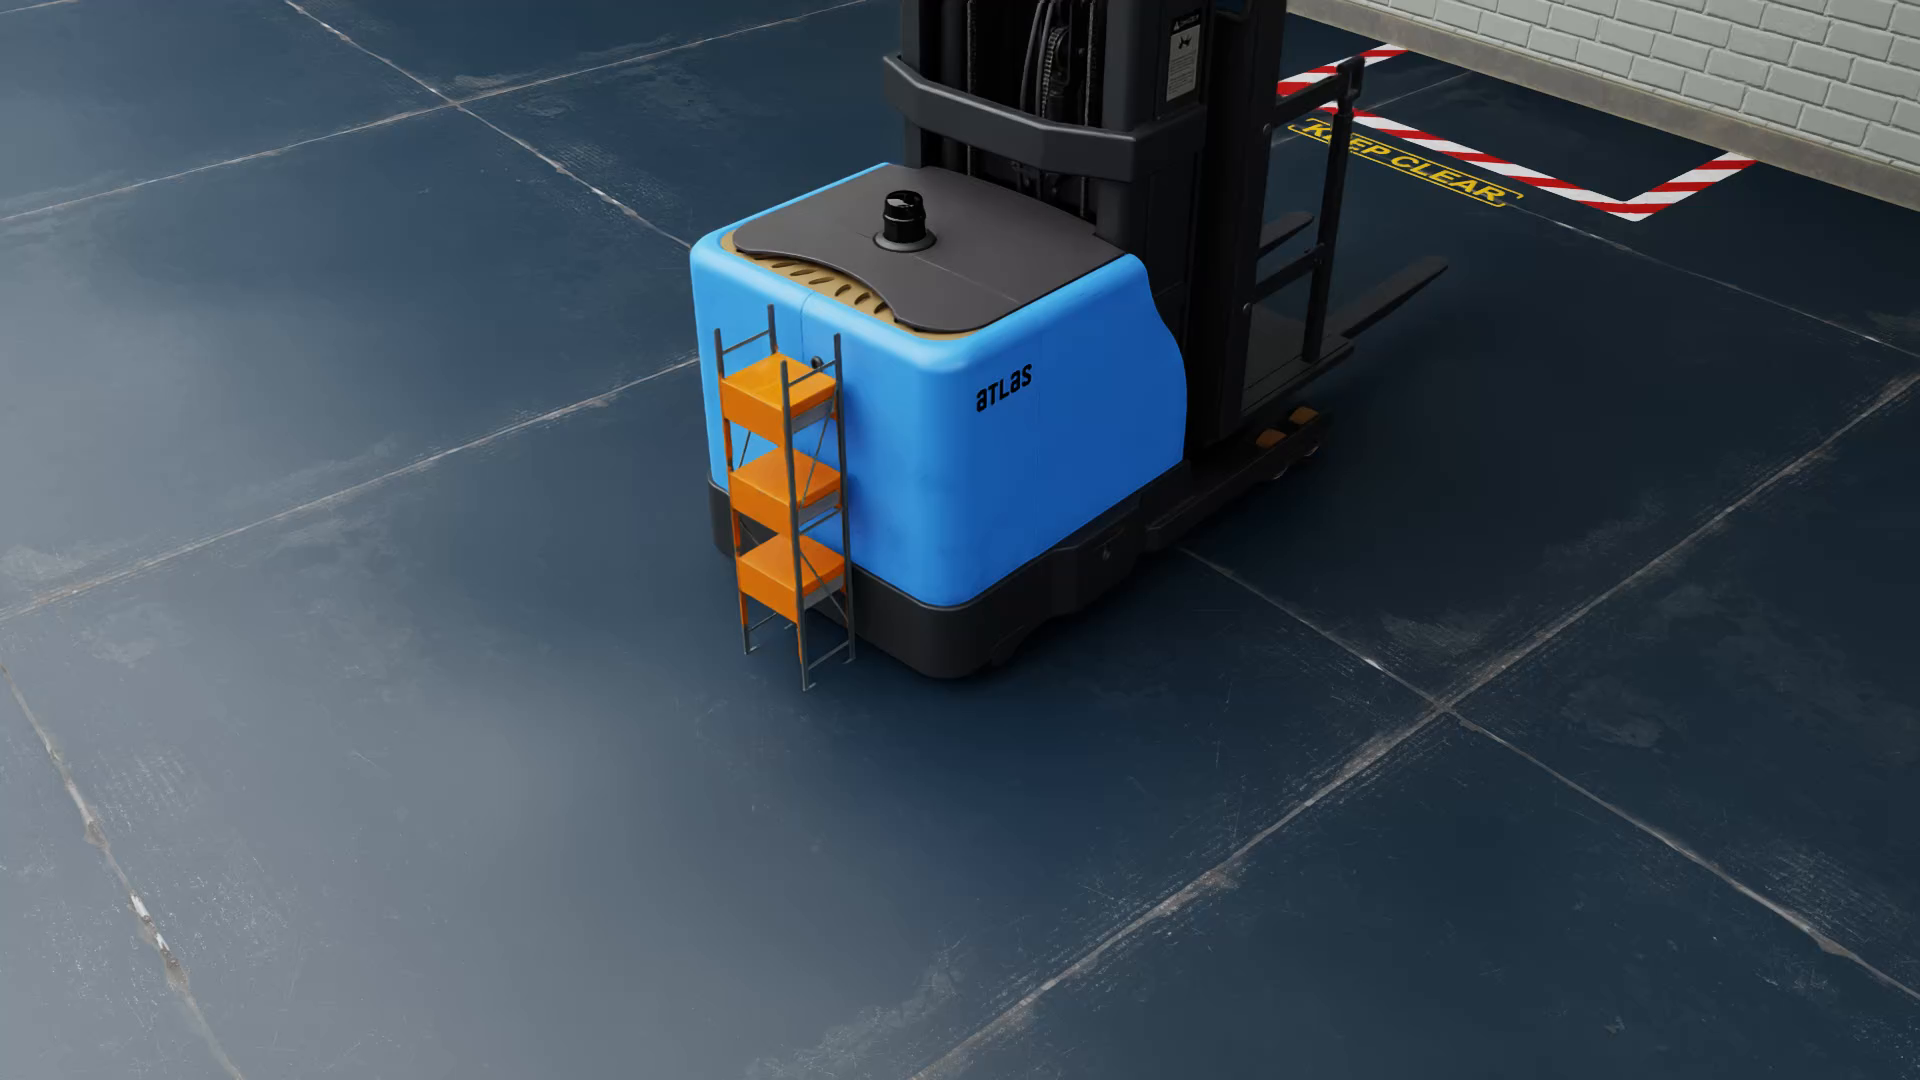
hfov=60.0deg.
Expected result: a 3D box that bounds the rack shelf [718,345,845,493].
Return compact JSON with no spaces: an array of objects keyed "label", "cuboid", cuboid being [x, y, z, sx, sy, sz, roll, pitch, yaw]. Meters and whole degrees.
[{"label":"rack shelf","cuboid":[-0.460,-0.316,4.316,0.240,0.259,0.215,27,44,33]}]

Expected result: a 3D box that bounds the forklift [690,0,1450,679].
[{"label":"forklift","cuboid":[0.609,-1.577,4.941,1.130,2.935,3.031,28,44,34]}]

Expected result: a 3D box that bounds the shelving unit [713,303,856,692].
[{"label":"shelving unit","cuboid":[-0.460,-0.093,4.474,0.252,1.050,0.215,27,44,33]}]

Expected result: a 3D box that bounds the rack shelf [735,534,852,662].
[{"label":"rack shelf","cuboid":[-0.460,0.142,4.640,0.240,0.259,0.215,27,44,33]}]

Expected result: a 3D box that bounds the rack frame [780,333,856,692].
[{"label":"rack frame","cuboid":[-0.369,-0.046,4.407,0.008,1.050,0.200,27,44,33]}]

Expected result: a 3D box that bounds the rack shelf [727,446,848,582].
[{"label":"rack shelf","cuboid":[-0.460,-0.085,4.480,0.240,0.259,0.215,27,44,33]}]

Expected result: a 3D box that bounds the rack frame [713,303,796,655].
[{"label":"rack frame","cuboid":[-0.551,-0.140,4.540,0.008,1.050,0.200,27,44,33]}]
